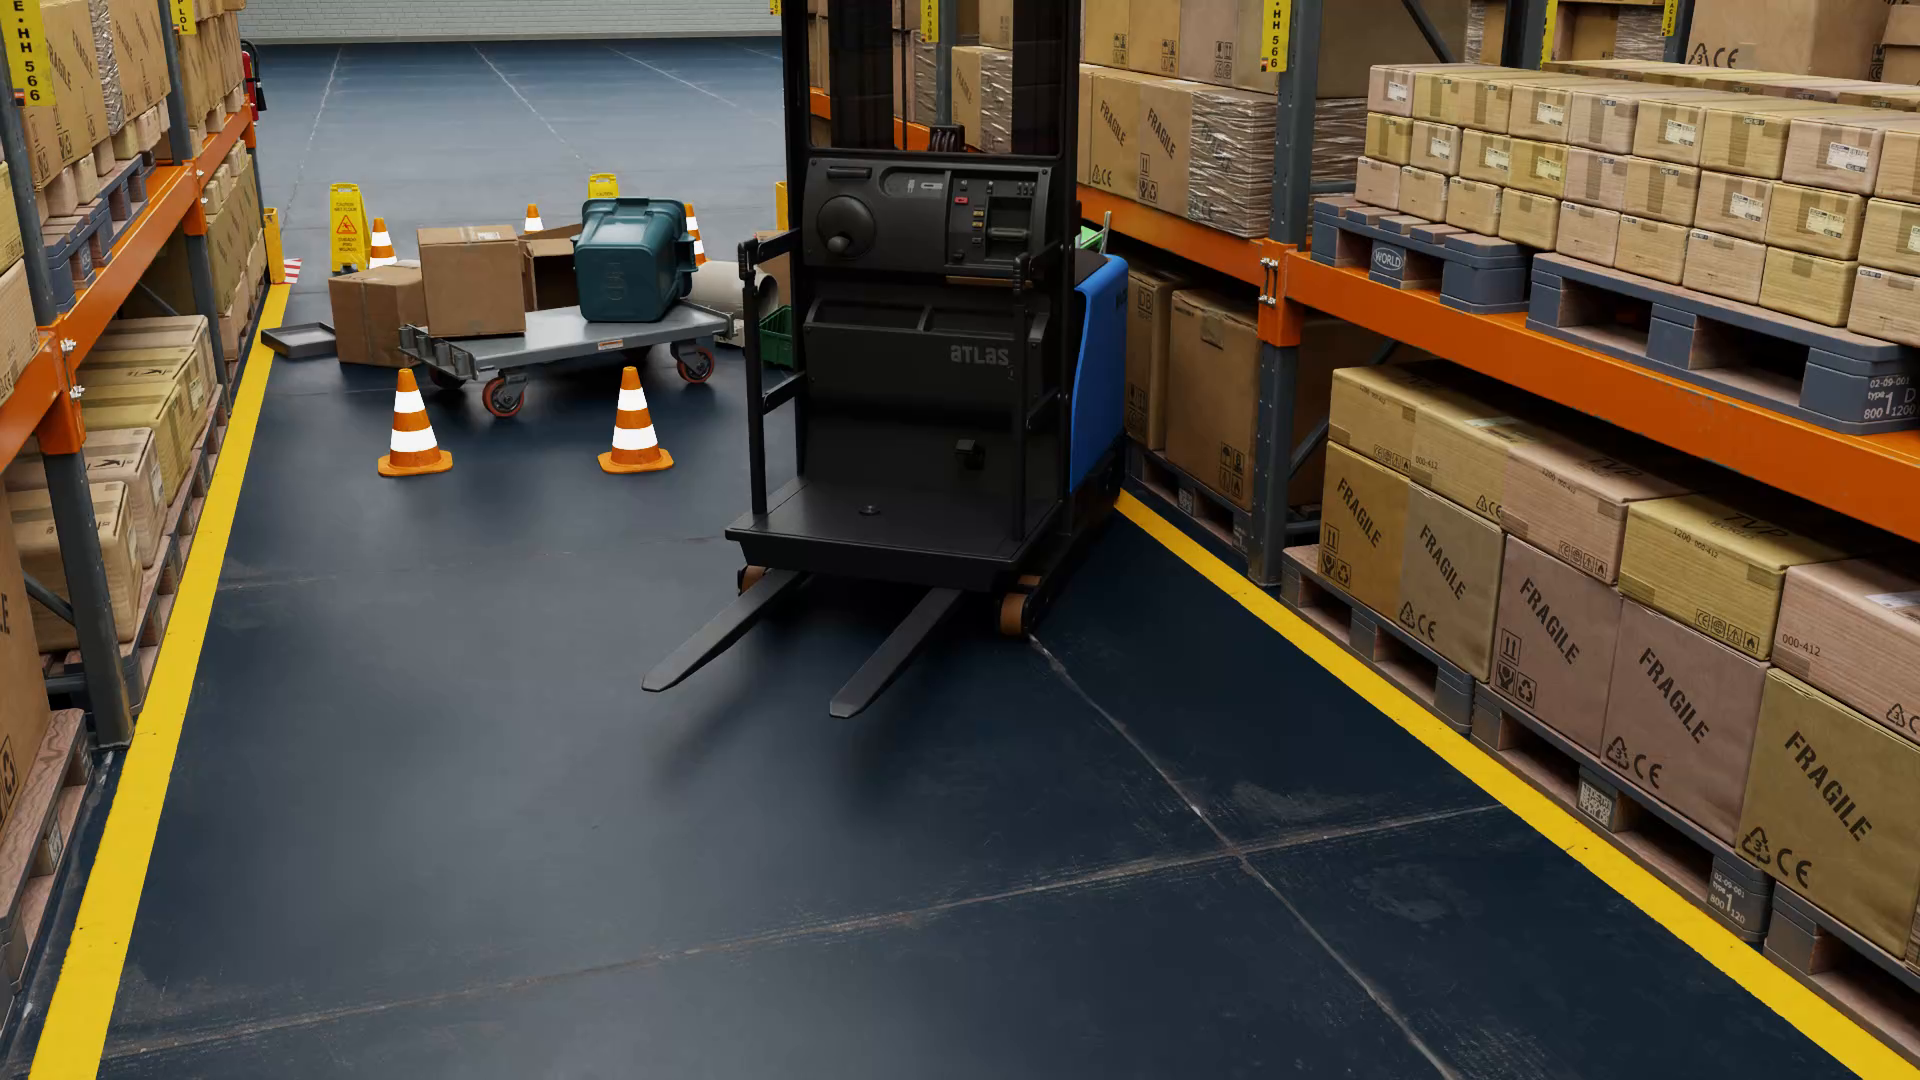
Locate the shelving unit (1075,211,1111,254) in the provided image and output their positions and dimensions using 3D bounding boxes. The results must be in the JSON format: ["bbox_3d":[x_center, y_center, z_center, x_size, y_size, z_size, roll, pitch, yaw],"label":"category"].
[{"bbox_3d":[0.360,-1.036,7.776,0.503,1.200,0.258,28,45,27],"label":"shelving unit"}]

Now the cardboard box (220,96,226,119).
[{"bbox_3d":[-4.779,-2.685,10.325,0.380,0.149,0.250,-7,21,-18],"label":"cardboard box"}]

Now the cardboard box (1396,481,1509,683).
[{"bbox_3d":[1.756,0.100,5.278,0.500,0.500,0.500,-6,21,-17],"label":"cardboard box"}]

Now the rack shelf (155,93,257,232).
[{"bbox_3d":[-4.939,-2.323,10.010,1.077,0.370,4.000,-6,21,-17],"label":"rack shelf"}]

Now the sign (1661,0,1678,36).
[{"bbox_3d":[4.585,-3.420,10.719,0.100,0.325,0.005,-6,21,-17],"label":"sign"}]

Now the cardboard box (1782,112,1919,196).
[{"bbox_3d":[2.151,-0.896,3.845,0.380,0.149,0.250,-7,21,-20],"label":"cardboard box"}]

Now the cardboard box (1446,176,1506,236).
[{"bbox_3d":[1.733,-1.036,5.114,0.380,0.149,0.250,-5,20,-14],"label":"cardboard box"}]

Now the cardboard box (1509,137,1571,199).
[{"bbox_3d":[1.829,-1.084,4.808,0.380,0.149,0.250,-6,21,-17],"label":"cardboard box"}]

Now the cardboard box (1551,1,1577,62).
[{"bbox_3d":[4.638,-3.724,12.260,0.875,0.500,0.500,-6,21,-17],"label":"cardboard box"}]

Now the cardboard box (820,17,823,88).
[{"bbox_3d":[-0.547,-3.644,12.402,0.875,0.550,0.550,-6,21,-17],"label":"cardboard box"}]

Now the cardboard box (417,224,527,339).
[{"bbox_3d":[-2.630,-1.398,8.950,0.500,0.500,0.500,-6,21,-17],"label":"cardboard box"}]

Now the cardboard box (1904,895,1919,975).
[{"bbox_3d":[2.400,0.757,3.447,0.500,0.500,0.500,-7,21,-18],"label":"cardboard box"}]

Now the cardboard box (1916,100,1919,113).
[{"bbox_3d":[2.689,-1.046,4.262,0.380,0.149,0.250,-6,21,-16],"label":"cardboard box"}]

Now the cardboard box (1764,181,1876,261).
[{"bbox_3d":[2.141,-0.759,3.904,0.380,0.149,0.250,-6,21,-17],"label":"cardboard box"}]

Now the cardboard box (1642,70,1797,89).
[{"bbox_3d":[2.363,-1.380,5.192,0.380,0.149,0.250,-6,21,-16],"label":"cardboard box"}]

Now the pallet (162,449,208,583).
[{"bbox_3d":[-3.677,-0.065,6.786,1.003,0.211,1.213,-6,21,-17],"label":"pallet"}]

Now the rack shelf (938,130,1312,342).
[{"bbox_3d":[0.986,-1.597,7.991,1.077,0.370,4.000,-6,21,-17],"label":"rack shelf"}]

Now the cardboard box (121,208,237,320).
[{"bbox_3d":[-4.240,-1.494,8.976,0.500,0.500,0.500,-5,20,-15],"label":"cardboard box"}]

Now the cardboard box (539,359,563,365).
[{"bbox_3d":[-2.529,-1.222,9.927,0.396,0.266,0.258,12,23,30],"label":"cardboard box"}]

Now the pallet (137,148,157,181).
[{"bbox_3d":[-4.208,-1.669,7.408,1.003,0.211,1.213,-6,21,-17],"label":"pallet"}]

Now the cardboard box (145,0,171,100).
[{"bbox_3d":[-3.947,-2.280,7.619,0.500,0.500,0.500,-7,21,-18],"label":"cardboard box"}]

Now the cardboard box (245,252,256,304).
[{"bbox_3d":[-4.733,-1.641,10.496,0.500,0.250,0.500,-7,21,-19],"label":"cardboard box"}]

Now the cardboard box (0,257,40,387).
[{"bbox_3d":[-2.648,-0.531,4.178,0.500,0.250,0.500,-7,21,-19],"label":"cardboard box"}]

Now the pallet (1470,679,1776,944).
[{"bbox_3d":[2.238,0.660,4.767,1.003,0.211,1.213,-6,21,-17],"label":"pallet"}]

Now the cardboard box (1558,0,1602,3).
[{"bbox_3d":[4.536,-4.006,11.564,0.500,0.500,0.500,-6,21,-17],"label":"cardboard box"}]

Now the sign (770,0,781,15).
[{"bbox_3d":[-1.429,-4.249,12.911,0.100,0.325,0.005,-6,21,-17],"label":"sign"}]

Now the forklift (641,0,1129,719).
[{"bbox_3d":[-0.189,-1.177,5.857,1.130,2.935,3.031,6,21,16],"label":"forklift"}]

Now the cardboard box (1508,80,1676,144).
[{"bbox_3d":[1.818,-1.235,4.787,0.380,0.149,0.250,-7,21,-19],"label":"cardboard box"}]

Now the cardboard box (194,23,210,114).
[{"bbox_3d":[-4.364,-2.536,8.952,0.500,0.500,0.500,-6,21,-17],"label":"cardboard box"}]

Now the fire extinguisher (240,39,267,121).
[{"bbox_3d":[-5.166,-3.352,11.927,0.296,0.674,0.183,-6,21,-17],"label":"fire extinguisher"}]

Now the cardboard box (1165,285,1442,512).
[{"bbox_3d":[1.508,-0.638,6.962,1.050,0.750,0.750,-7,21,-18],"label":"cardboard box"}]

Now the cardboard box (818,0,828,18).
[{"bbox_3d":[-0.513,-3.956,11.674,0.875,0.550,0.550,-6,21,-17],"label":"cardboard box"}]

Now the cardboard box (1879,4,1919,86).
[{"bbox_3d":[5.730,-2.772,9.423,0.797,0.503,0.637,-4,20,-12],"label":"cardboard box"}]

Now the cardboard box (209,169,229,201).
[{"bbox_3d":[-4.385,-2.011,9.454,0.380,0.149,0.250,-6,20,-15],"label":"cardboard box"}]

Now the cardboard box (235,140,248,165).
[{"bbox_3d":[-4.889,-2.525,10.886,0.380,0.149,0.250,-6,21,-16],"label":"cardboard box"}]

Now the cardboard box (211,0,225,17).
[{"bbox_3d":[-4.515,-3.172,9.242,0.700,0.500,0.500,-7,21,-18],"label":"cardboard box"}]

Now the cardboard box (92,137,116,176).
[{"bbox_3d":[-3.441,-1.463,6.303,0.380,0.149,0.250,-6,21,-15],"label":"cardboard box"}]

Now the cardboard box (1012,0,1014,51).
[{"bbox_3d":[0.682,-2.772,8.569,0.700,0.500,0.500,-7,21,-18],"label":"cardboard box"}]

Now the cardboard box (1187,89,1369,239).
[{"bbox_3d":[1.218,-1.457,6.389,0.500,0.500,0.500,-6,21,-17],"label":"cardboard box"}]

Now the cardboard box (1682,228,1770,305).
[{"bbox_3d":[2.062,-0.700,4.178,0.380,0.149,0.250,-7,21,-19],"label":"cardboard box"}]

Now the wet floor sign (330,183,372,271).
[{"bbox_3d":[-4.612,-2.370,12.560,0.267,0.644,0.232,1,20,2],"label":"wet floor sign"}]

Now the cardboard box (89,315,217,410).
[{"bbox_3d":[-4.143,-0.812,8.007,0.950,0.372,0.625,-6,21,-17],"label":"cardboard box"}]

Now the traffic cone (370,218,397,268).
[{"bbox_3d":[-4.208,-2.108,12.102,0.336,0.463,0.334,-6,21,-17],"label":"traffic cone"}]

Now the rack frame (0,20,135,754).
[{"bbox_3d":[-3.053,-0.736,4.528,1.000,3.000,0.127,-6,21,-17],"label":"rack frame"}]

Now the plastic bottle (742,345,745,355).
[{"bbox_3d":[-1.163,-1.123,9.953,0.283,0.061,0.133,17,26,39],"label":"plastic bottle"}]

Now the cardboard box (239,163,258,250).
[{"bbox_3d":[-4.901,-2.163,10.839,0.500,0.500,0.500,-6,21,-15],"label":"cardboard box"}]

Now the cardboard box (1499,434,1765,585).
[{"bbox_3d":[1.904,-0.098,4.721,0.500,0.250,0.500,-6,21,-17],"label":"cardboard box"}]

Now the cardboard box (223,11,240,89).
[{"bbox_3d":[-4.983,-3.184,10.756,0.500,0.500,0.500,-6,21,-17],"label":"cardboard box"}]

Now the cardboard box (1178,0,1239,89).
[{"bbox_3d":[1.322,-2.119,6.752,0.700,0.500,0.500,-7,21,-18],"label":"cardboard box"}]

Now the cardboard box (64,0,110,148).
[{"bbox_3d":[-3.319,-1.626,5.796,0.500,0.500,0.500,-6,21,-16],"label":"cardboard box"}]

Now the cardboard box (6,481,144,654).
[{"bbox_3d":[-3.221,0.121,5.409,0.950,0.372,0.625,-8,21,-21],"label":"cardboard box"}]
